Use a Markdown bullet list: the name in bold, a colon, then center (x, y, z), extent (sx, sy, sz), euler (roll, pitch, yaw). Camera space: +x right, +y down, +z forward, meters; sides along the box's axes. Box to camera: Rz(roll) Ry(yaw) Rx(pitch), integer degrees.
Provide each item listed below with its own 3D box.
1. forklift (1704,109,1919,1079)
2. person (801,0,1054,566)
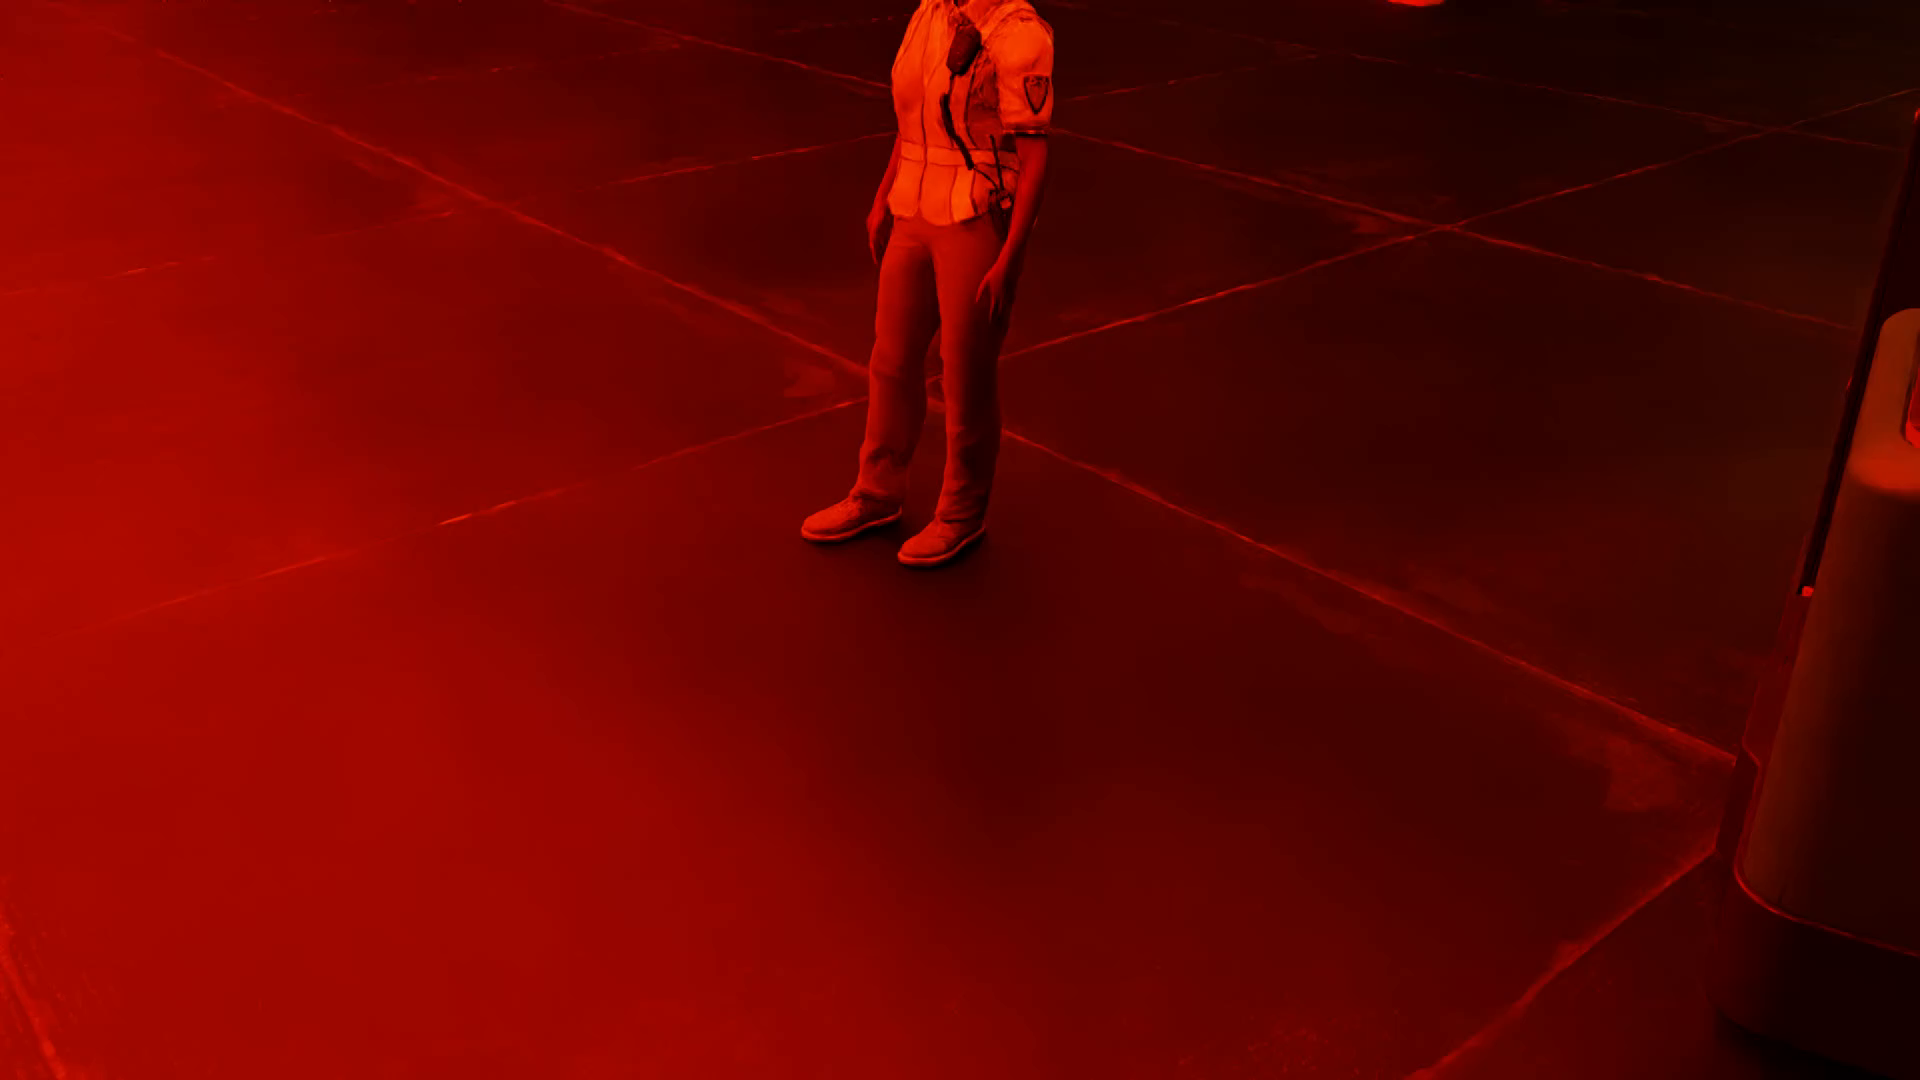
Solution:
- **forklift**: center (2.431, -0.928, 3.073), extent (1.130, 2.935, 3.031), euler (14, 30, 27)
- **person**: center (-0.070, -0.751, 4.092), extent (0.529, 1.695, 0.570), euler (-20, 33, -35)
